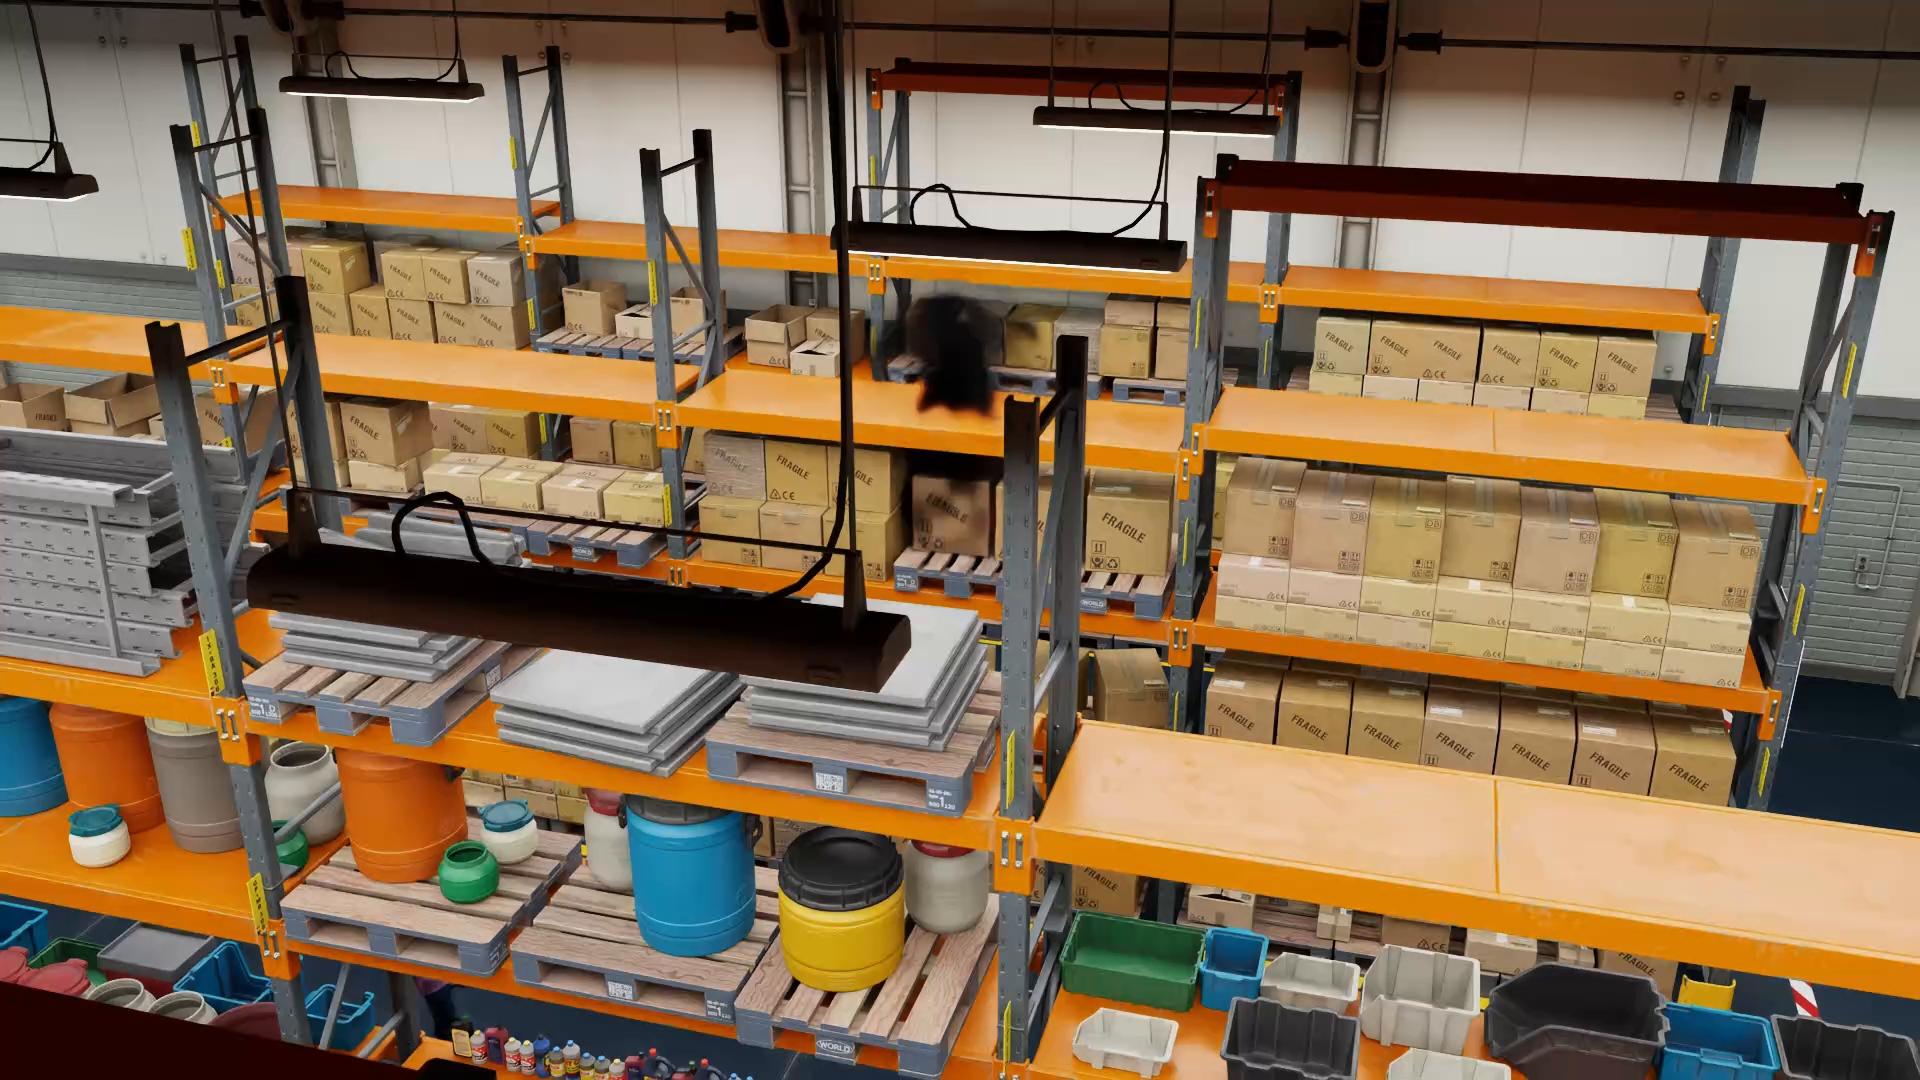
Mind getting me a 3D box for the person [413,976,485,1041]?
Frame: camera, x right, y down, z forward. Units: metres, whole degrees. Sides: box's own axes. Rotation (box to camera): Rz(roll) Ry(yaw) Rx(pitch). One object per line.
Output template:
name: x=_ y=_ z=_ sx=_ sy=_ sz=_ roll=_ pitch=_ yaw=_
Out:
person: x=-3.562 y=3.091 z=11.519 sx=0.966 sy=1.411 sz=0.533 roll=16 pitch=27 yaw=34
